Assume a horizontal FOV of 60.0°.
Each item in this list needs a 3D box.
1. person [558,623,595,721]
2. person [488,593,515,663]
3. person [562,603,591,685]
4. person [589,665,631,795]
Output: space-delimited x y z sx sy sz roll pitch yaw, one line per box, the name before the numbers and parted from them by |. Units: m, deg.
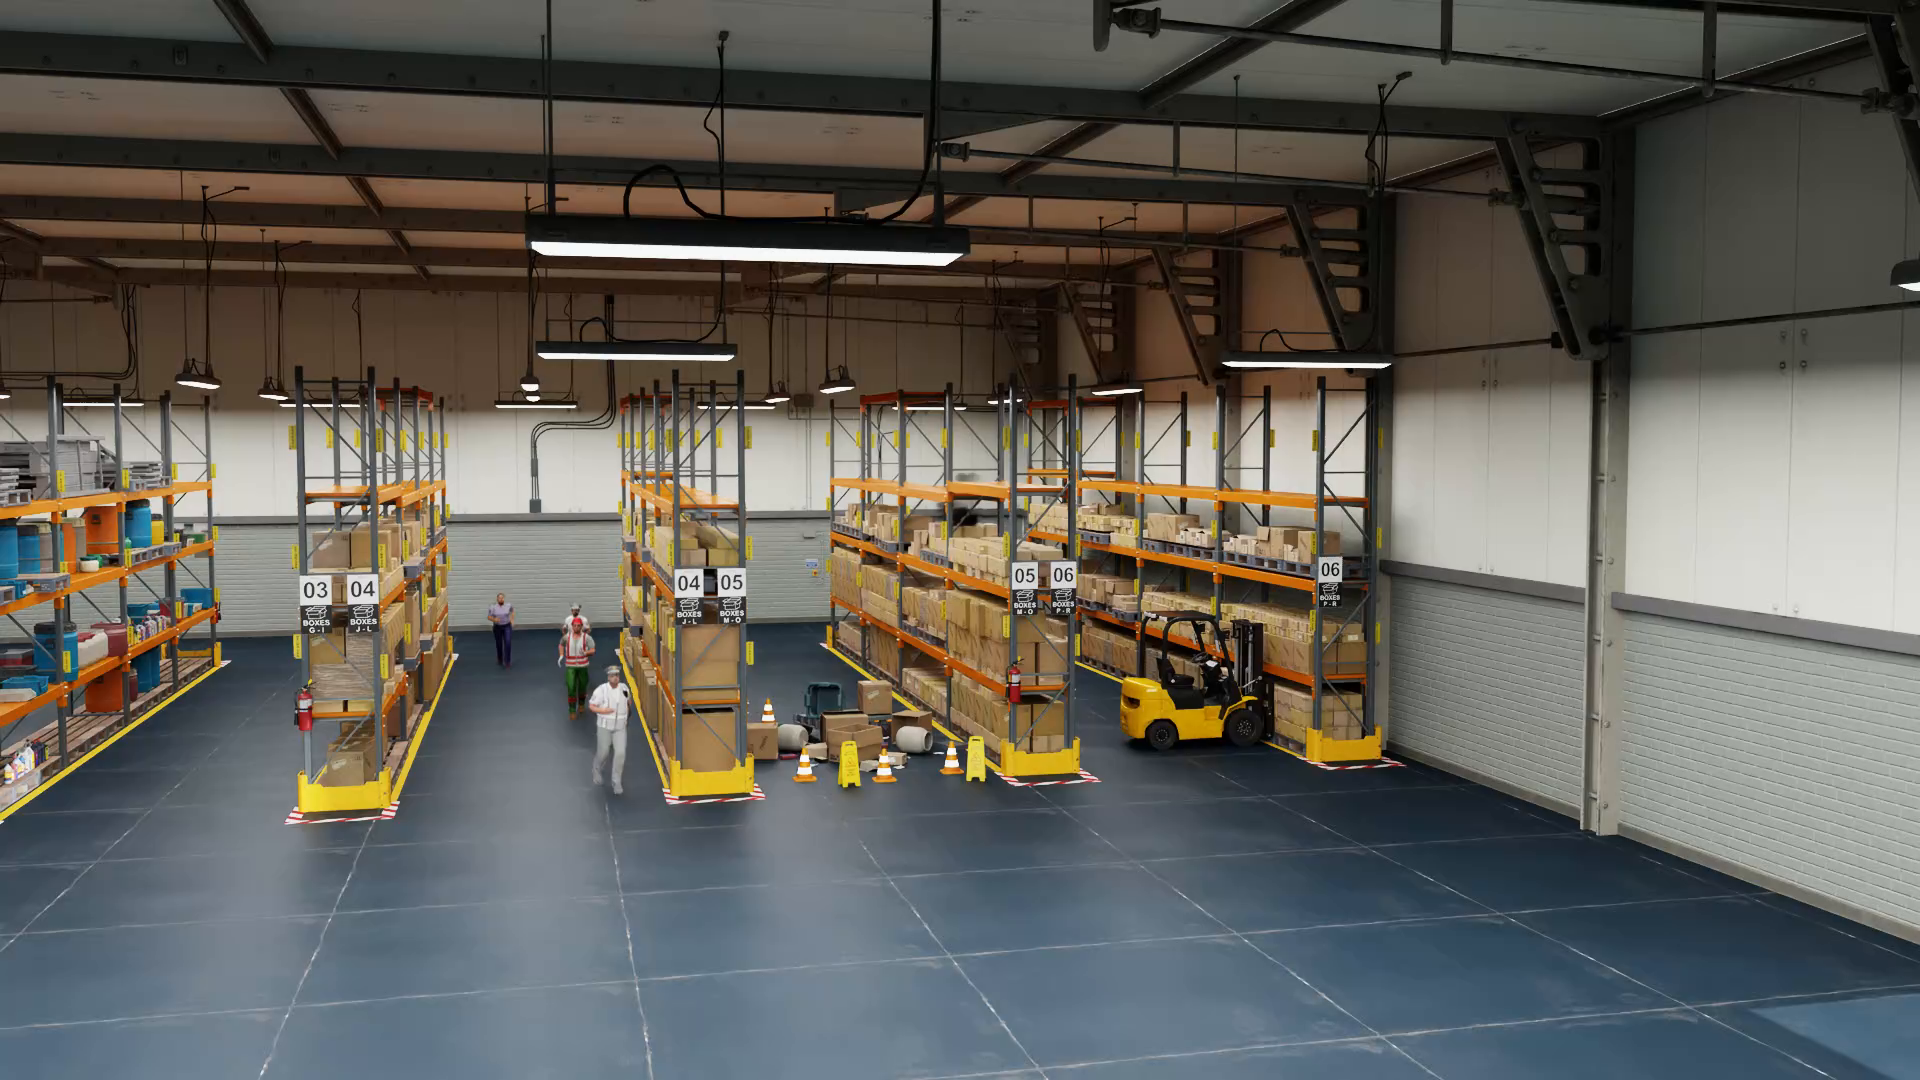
person | -6.890 2.313 29.909 0.663 1.742 0.933 -1 3 -12
person | -10.130 1.928 36.732 0.582 1.545 0.802 -1 4 -16
person | -7.914 2.129 34.292 0.590 1.675 0.731 -1 3 -10
person | -5.004 2.692 23.896 0.663 1.809 0.873 -2 4 -28
